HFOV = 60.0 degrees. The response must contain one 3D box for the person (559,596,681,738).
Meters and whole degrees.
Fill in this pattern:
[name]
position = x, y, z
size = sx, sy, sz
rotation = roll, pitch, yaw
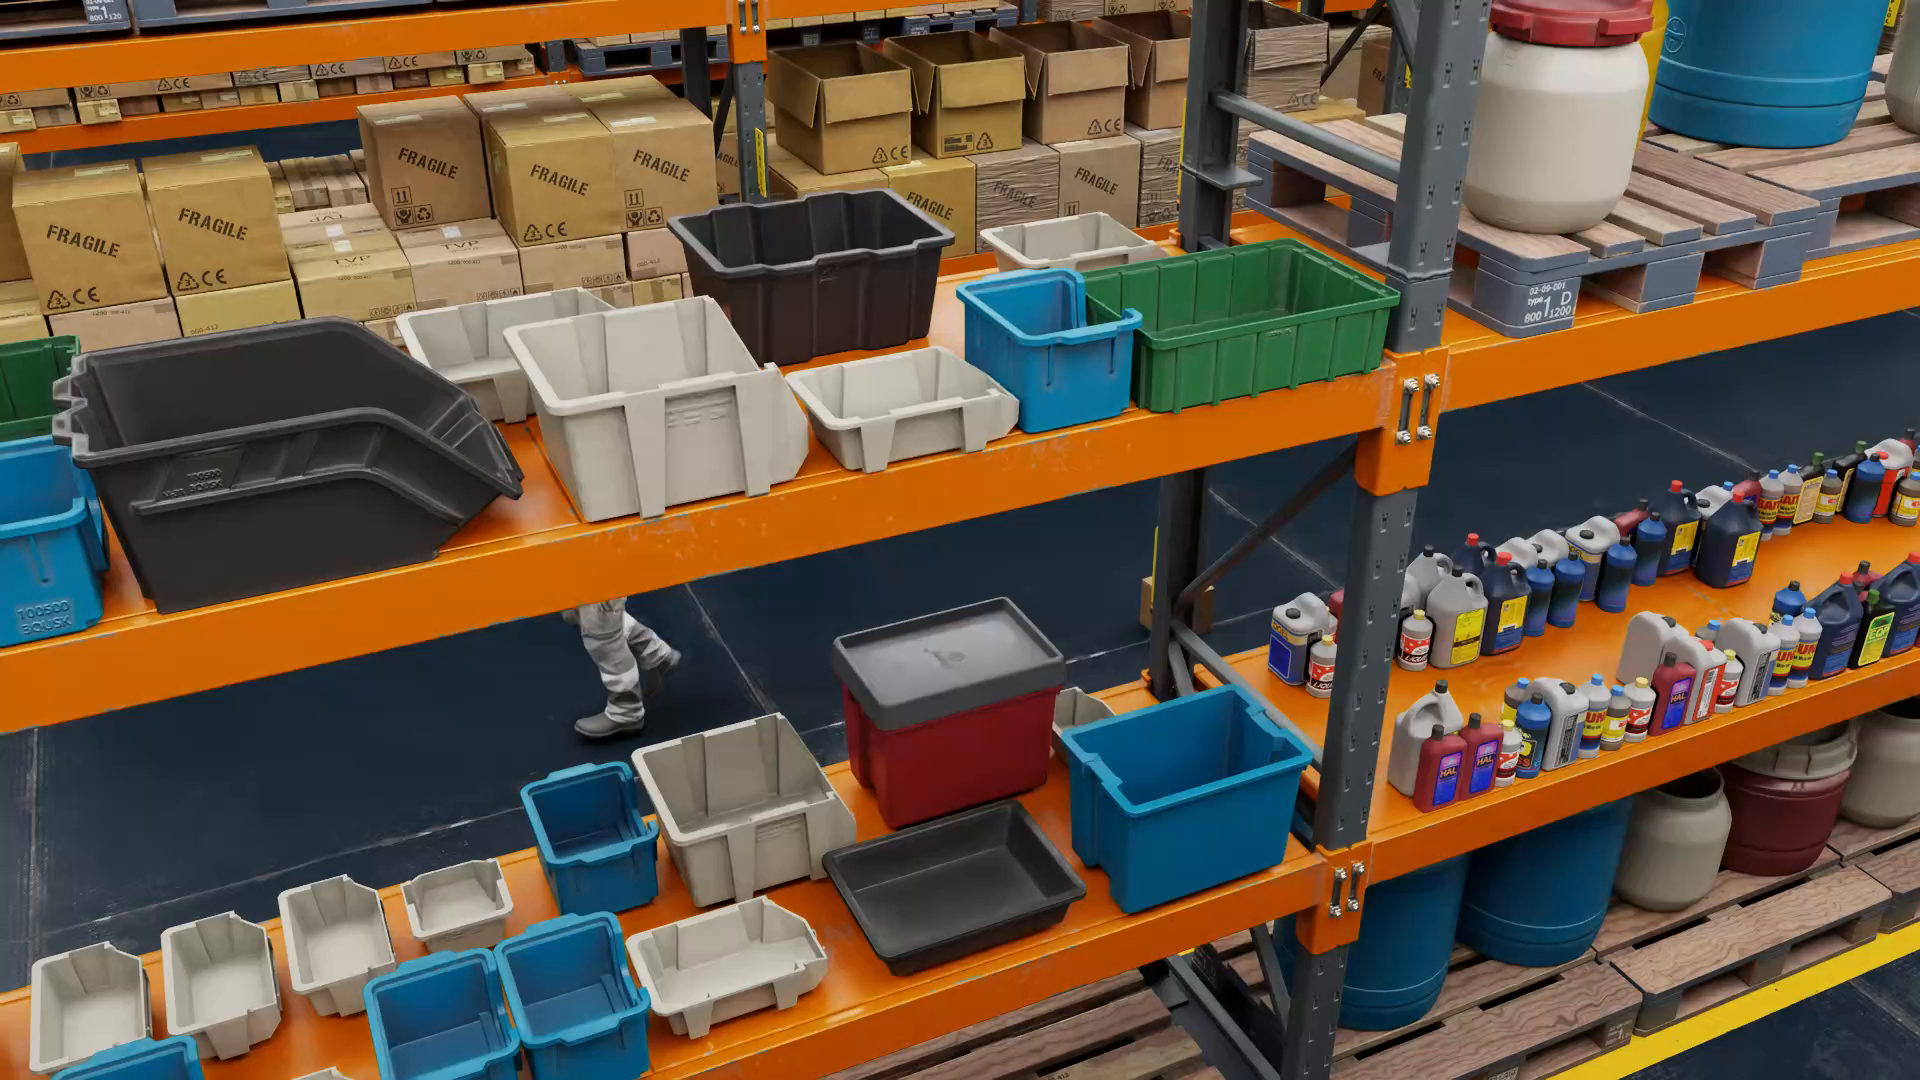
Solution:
[person]
position = -1.469, 0.029, 6.983
size = 0.505, 1.780, 0.568
rotation = -7, 30, -12
